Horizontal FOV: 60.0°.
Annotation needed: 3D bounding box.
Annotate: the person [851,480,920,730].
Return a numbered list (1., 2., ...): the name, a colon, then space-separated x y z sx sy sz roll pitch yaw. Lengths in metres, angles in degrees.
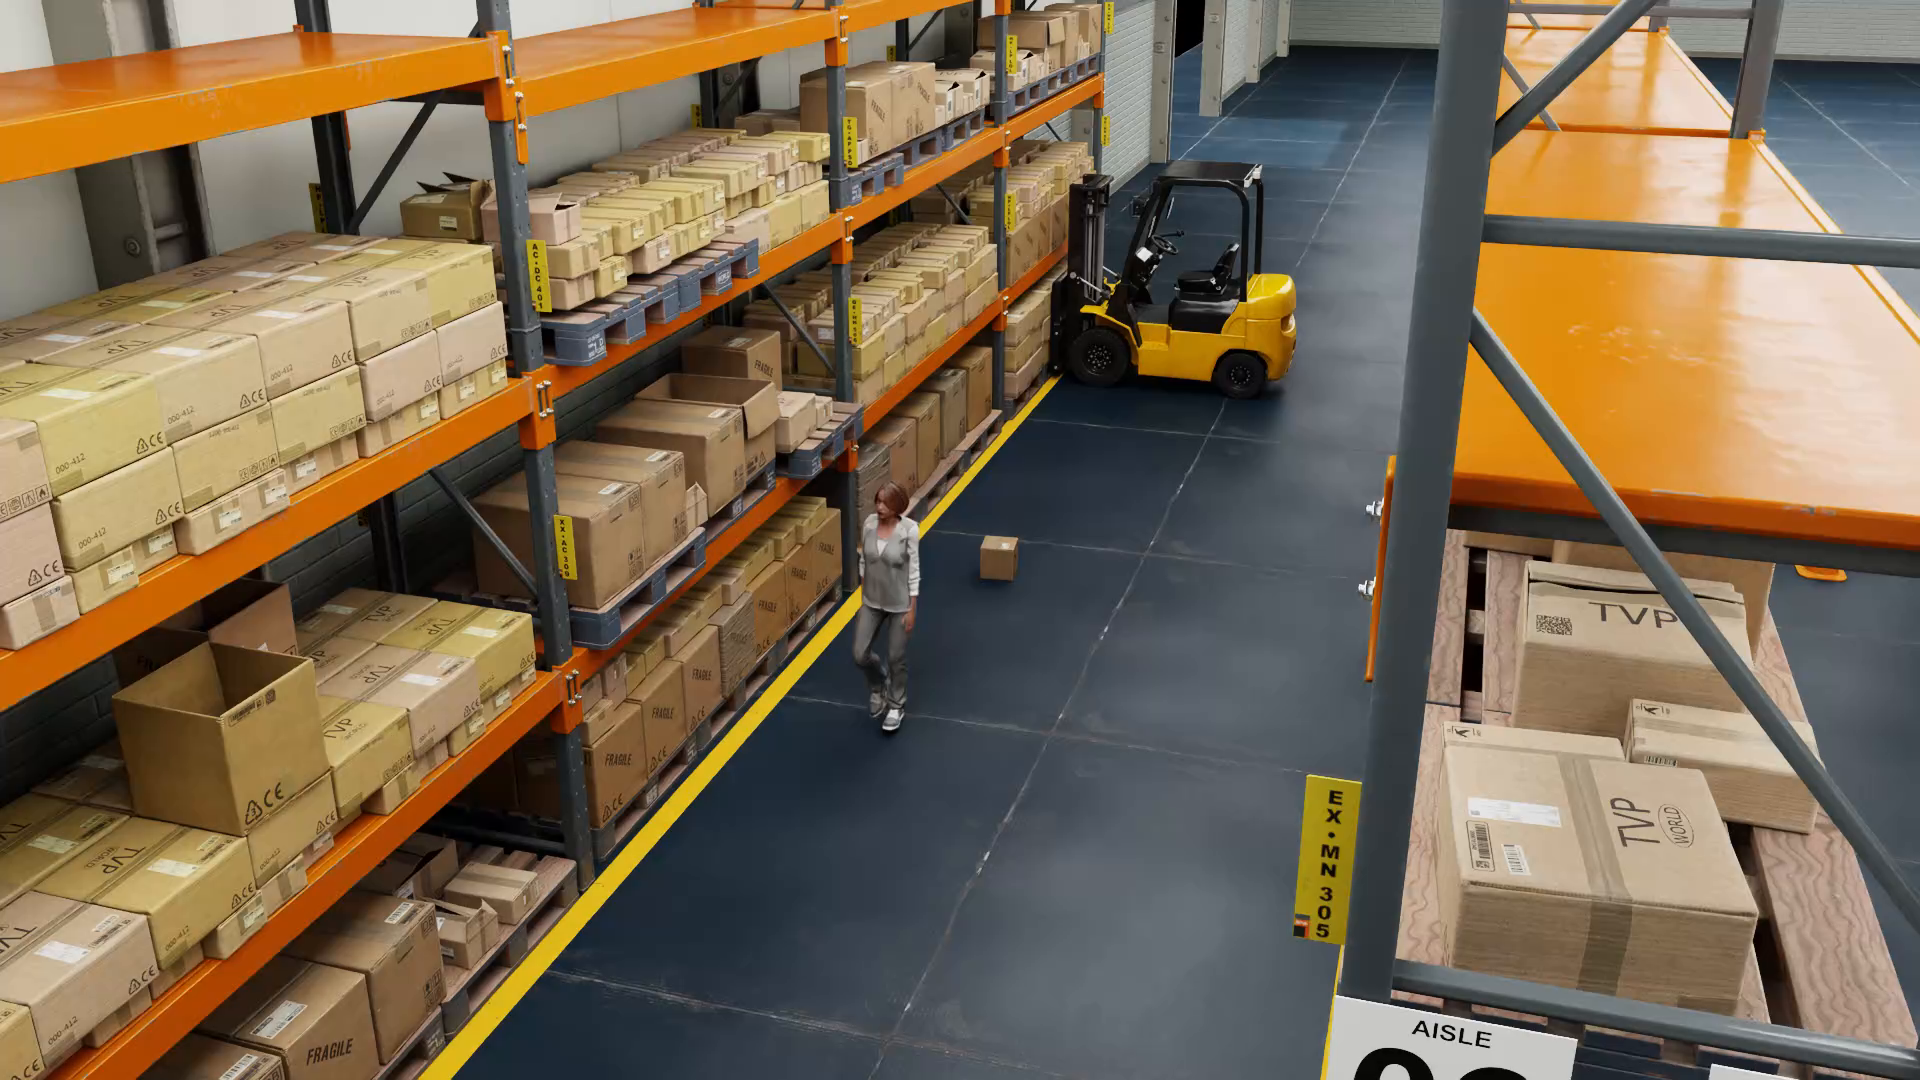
1. person: -0.436 0.402 10.041 0.414 1.591 0.409 7 23 17
